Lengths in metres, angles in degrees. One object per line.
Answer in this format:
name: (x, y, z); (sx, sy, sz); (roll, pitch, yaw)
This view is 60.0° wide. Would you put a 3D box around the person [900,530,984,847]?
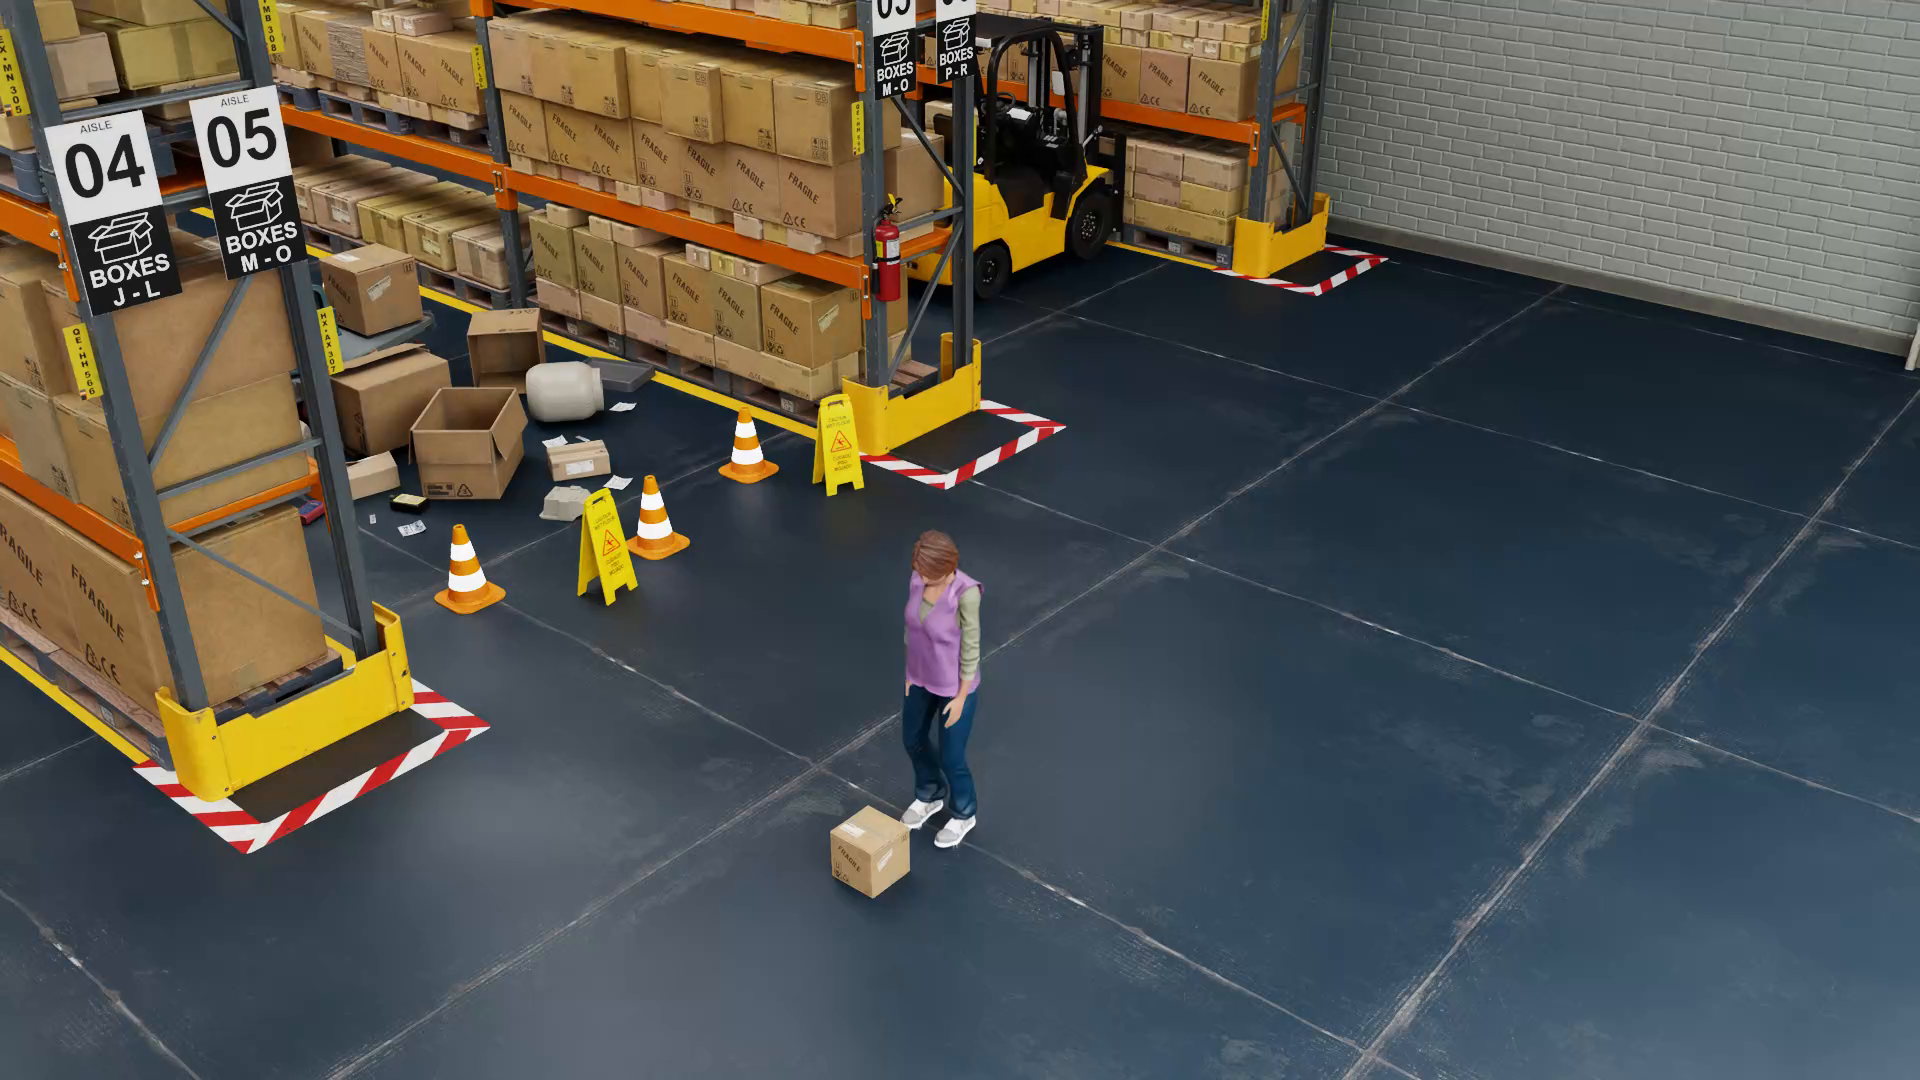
person: (-0.074, 0.657, 7.429); (0.417, 1.562, 0.341); (22, 35, 35)
